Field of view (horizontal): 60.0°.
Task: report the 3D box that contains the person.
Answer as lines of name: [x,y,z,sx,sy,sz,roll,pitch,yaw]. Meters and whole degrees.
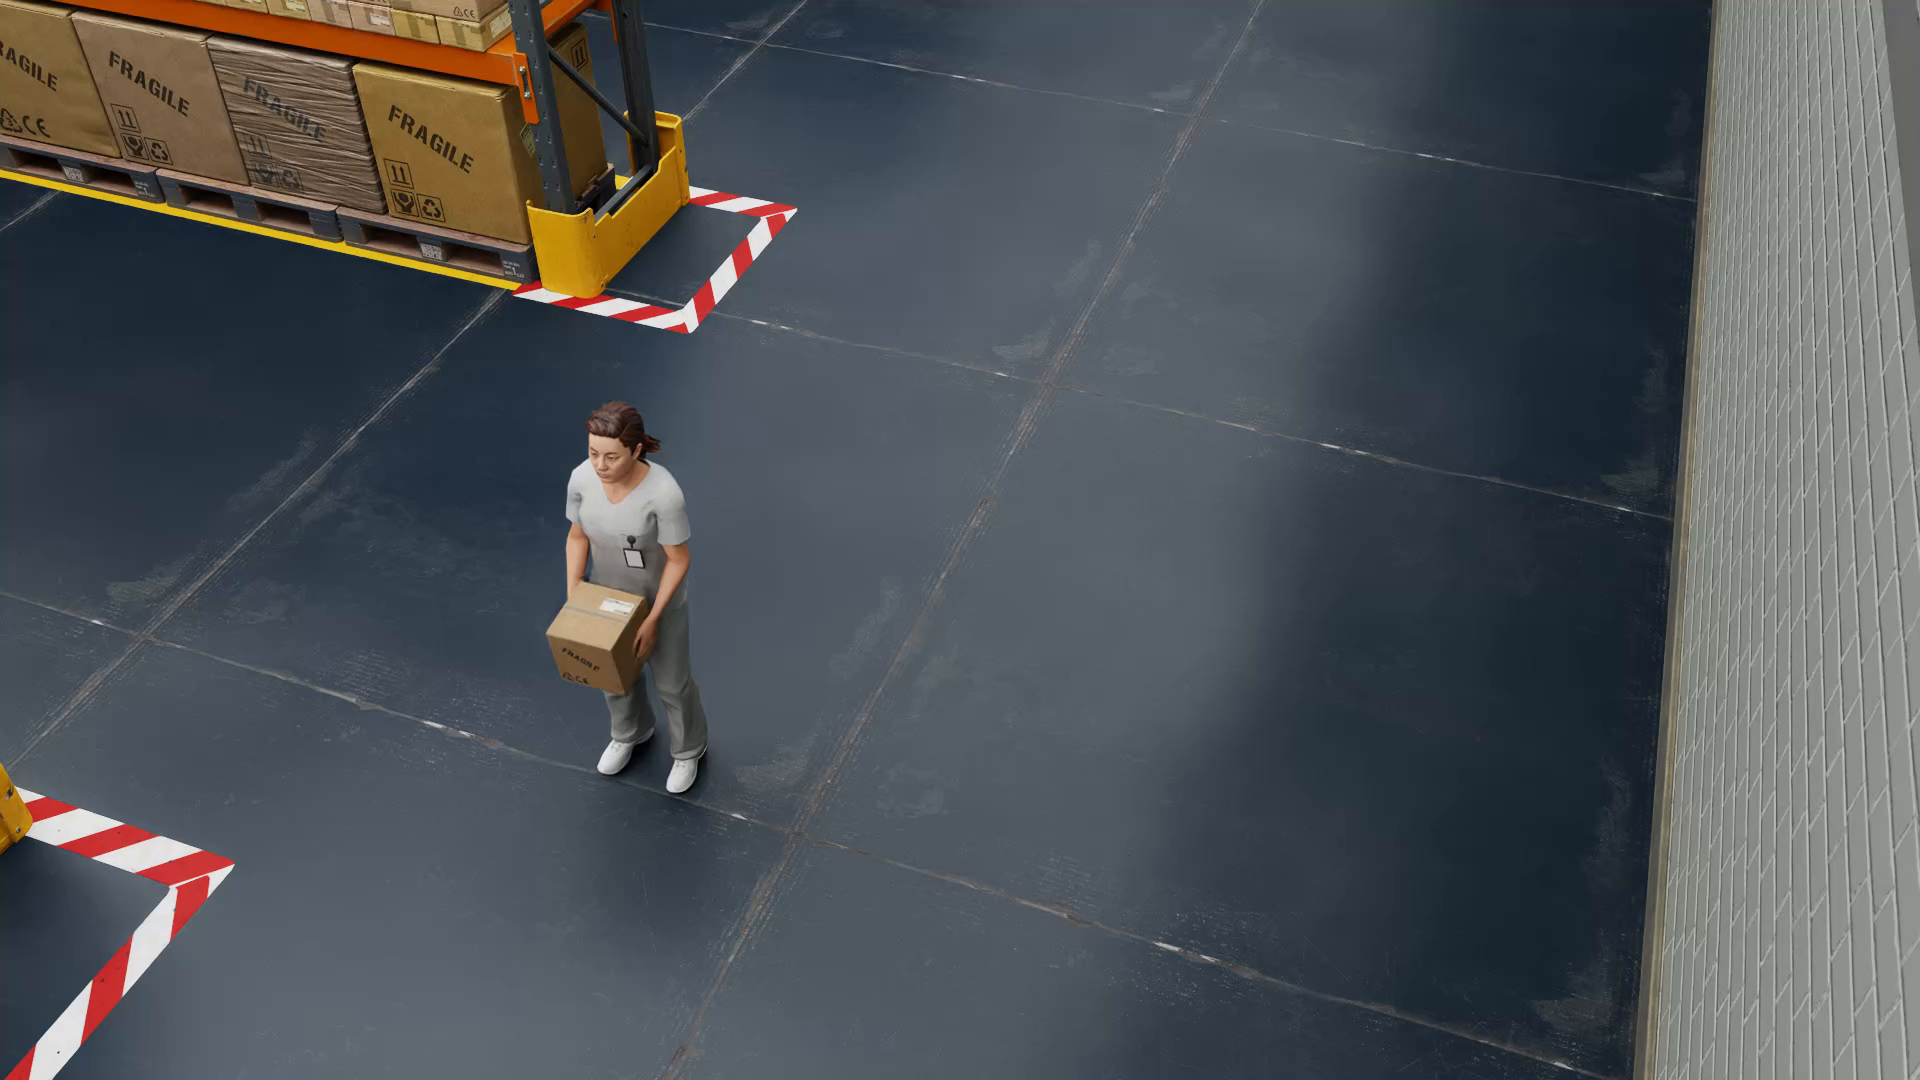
person: [-1.140,0.221,5.912,0.514,1.672,0.359,11,43,12]
